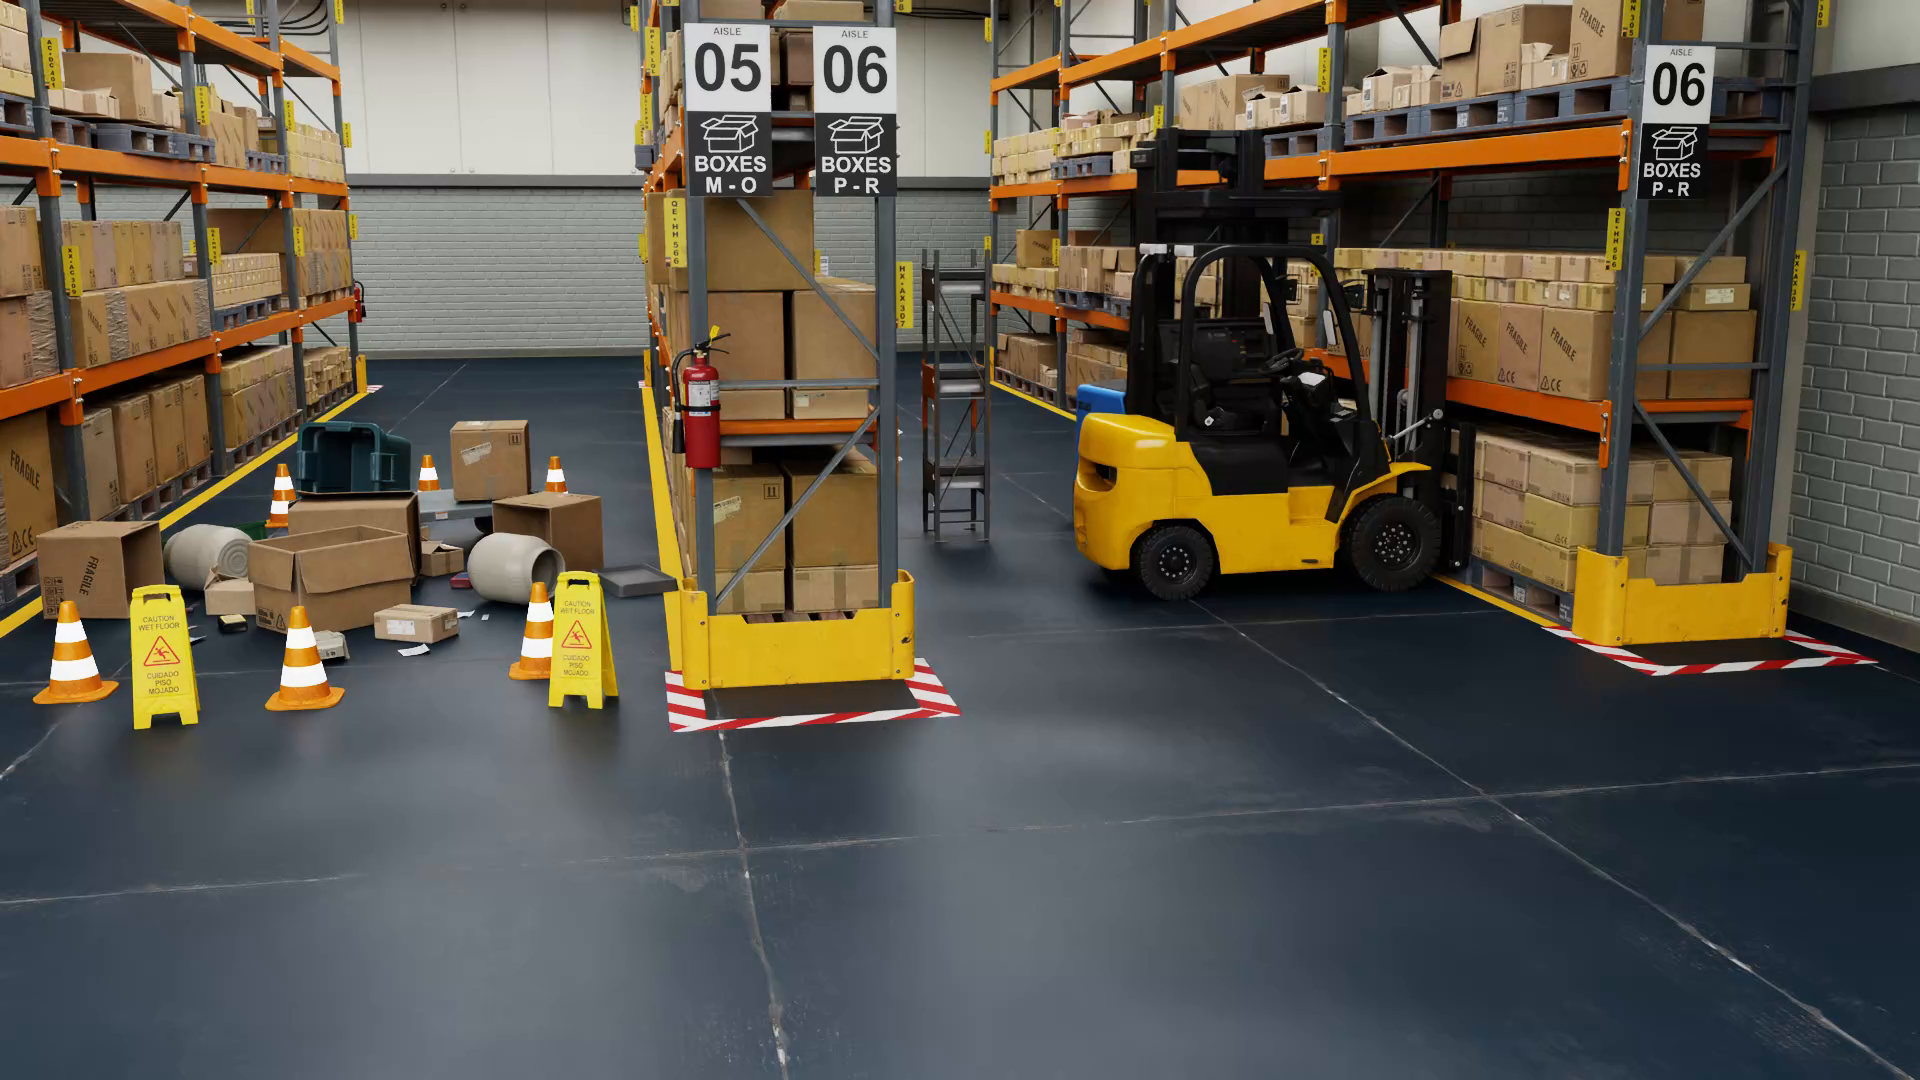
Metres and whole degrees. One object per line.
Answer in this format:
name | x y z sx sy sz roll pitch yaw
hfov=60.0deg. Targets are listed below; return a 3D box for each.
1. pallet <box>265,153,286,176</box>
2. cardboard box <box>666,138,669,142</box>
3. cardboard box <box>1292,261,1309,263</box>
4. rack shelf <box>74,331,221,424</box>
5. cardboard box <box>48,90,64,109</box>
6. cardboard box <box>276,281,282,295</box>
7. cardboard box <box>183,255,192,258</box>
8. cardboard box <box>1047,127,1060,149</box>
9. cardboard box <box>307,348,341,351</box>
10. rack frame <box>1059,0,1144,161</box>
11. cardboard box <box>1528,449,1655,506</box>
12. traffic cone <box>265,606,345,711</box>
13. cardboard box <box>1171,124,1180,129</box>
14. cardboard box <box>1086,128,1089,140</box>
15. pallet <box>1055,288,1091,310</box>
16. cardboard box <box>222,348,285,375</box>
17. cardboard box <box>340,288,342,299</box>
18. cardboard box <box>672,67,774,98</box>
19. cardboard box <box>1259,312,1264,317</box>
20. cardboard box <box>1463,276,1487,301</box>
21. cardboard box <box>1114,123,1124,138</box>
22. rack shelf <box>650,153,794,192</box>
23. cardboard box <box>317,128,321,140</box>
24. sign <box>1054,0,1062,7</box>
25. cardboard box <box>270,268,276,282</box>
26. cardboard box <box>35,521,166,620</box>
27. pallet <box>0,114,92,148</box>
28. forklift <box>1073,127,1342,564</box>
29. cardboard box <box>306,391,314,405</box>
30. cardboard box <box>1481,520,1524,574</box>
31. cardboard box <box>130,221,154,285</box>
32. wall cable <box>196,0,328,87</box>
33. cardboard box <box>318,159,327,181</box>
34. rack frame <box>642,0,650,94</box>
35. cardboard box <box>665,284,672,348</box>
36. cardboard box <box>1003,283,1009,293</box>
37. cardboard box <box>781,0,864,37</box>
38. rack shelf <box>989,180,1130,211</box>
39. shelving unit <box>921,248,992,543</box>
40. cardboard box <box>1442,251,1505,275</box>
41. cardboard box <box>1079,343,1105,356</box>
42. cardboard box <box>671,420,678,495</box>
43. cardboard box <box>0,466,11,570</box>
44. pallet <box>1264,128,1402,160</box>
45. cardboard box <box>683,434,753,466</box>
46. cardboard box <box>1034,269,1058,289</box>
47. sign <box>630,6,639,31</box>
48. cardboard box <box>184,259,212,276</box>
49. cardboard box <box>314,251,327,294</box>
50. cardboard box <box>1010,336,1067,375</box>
pallet | -7.969 -4.031 17.831 1.213 0.211 1.003 -2 11 -11
cardboard box | -1.779 -2.732 11.176 0.380 0.149 0.250 -2 11 -11
cardboard box | 3.167 -2.400 14.784 0.380 0.149 0.250 -2 11 -11
rack shelf | -6.817 -1.313 12.995 1.077 0.370 4.000 -2 11 -11
cardboard box | -6.301 -3.082 11.314 0.258 0.266 0.396 -2 11 -12
cardboard box | -7.713 -2.784 18.349 0.380 0.149 0.250 -2 11 -12
cardboard box | -8.155 -2.862 17.168 0.380 0.149 0.250 -2 11 -11
cardboard box | 1.385 -5.022 20.804 0.500 0.250 0.500 -2 11 -11
cardboard box | -8.418 -2.462 22.021 0.380 0.149 0.250 -2 11 -10
rack frame | 1.720 -6.093 20.144 1.000 3.000 0.127 -2 11 -11
cardboard box | 3.658 -0.365 9.650 0.500 0.250 0.500 -2 11 -9
traffic cone | -3.186 0.553 8.055 0.336 0.463 0.334 -2 11 -11
cardboard box | 2.268 -3.952 16.149 0.380 0.166 0.250 -2 11 -11
cardboard box | 1.660 -4.642 19.026 0.380 0.149 0.250 -2 11 -10
pallet | 1.768 -2.901 19.932 1.003 0.211 1.213 -2 11 -11
cardboard box | -7.505 -1.891 17.667 0.500 0.250 0.500 -2 11 -8
cardboard box | -8.347 -3.235 21.842 0.380 0.149 0.250 -2 11 -12
cardboard box | -1.262 -2.487 8.824 0.500 0.250 0.500 -2 11 -12
cardboard box | 2.818 -1.780 13.929 0.500 0.250 0.500 -2 11 -11
cardboard box | 3.438 -1.601 10.583 0.380 0.149 0.250 -2 11 -11
cardboard box | 1.888 -4.445 18.044 0.380 0.149 0.250 -2 11 -11
rack shelf | -1.982 -2.985 13.758 1.077 0.370 4.000 -2 11 -11
cardboard box | -8.191 -5.055 20.709 0.380 0.149 0.250 -2 11 -10
sign | 1.184 -6.575 19.963 0.100 0.325 0.005 -2 11 -11
cardboard box | -7.661 -2.882 18.067 0.380 0.149 0.250 -2 11 -11
cardboard box | -5.120 0.175 9.934 0.500 0.500 0.500 0 11 -1
pallet | -6.655 -2.845 11.612 0.805 0.209 1.217 -3 11 -13
forklift | 1.905 -1.367 11.540 1.130 2.935 3.031 -4 12 -22
cardboard box | -7.740 -1.651 19.349 0.380 0.149 0.250 -3 11 -13
cardboard box | 3.565 0.033 10.233 0.500 0.250 0.500 -2 11 -11
cardboard box | -6.927 -2.304 13.337 0.700 0.500 0.500 -2 11 -12
wall cable | -11.366 -9.028 26.959 2.277 5.999 0.120 -2 11 -11
cardboard box | -8.102 -4.545 20.430 0.500 0.250 0.500 -2 11 -8
rack frame | -3.148 -5.912 19.192 1.000 3.000 0.127 -2 11 -11
cardboard box | -1.780 -1.602 11.530 0.500 0.500 0.500 -2 11 -11
cardboard box | 0.831 -3.641 23.977 0.380 0.149 0.250 -2 11 -10
cardboard box | -0.684 -2.579 8.239 0.380 0.149 0.250 -2 11 -11
rack shelf | 1.331 -4.633 22.419 1.077 0.370 4.000 -2 11 -11
shelving unit | -0.032 -1.062 12.160 0.431 2.100 0.503 -2 11 -11
cardboard box | 3.441 -1.845 11.071 0.380 0.149 0.250 -2 11 -11
cardboard box | 1.658 -2.320 20.190 0.380 0.149 0.250 -2 11 -13
cardboard box | -1.743 -0.604 11.572 0.500 0.500 0.500 -2 11 -8
cardboard box | -6.196 -0.179 9.673 0.875 0.875 0.875 -2 11 -11
pallet | 3.091 -3.220 13.581 0.805 0.209 1.217 -3 11 -13
cardboard box | -1.363 -0.509 9.340 0.380 0.149 0.250 -2 11 -9
cardboard box | 1.269 -3.395 21.615 0.500 0.250 0.500 -2 11 -11
sign | -4.472 -7.163 22.844 0.100 0.325 0.005 -2 11 -11
cardboard box | -7.107 -2.501 15.270 0.380 0.149 0.250 -2 11 -11
cardboard box | -7.999 -3.246 20.165 0.500 0.500 0.500 -2 11 -12
cardboard box | 1.096 -2.584 23.315 0.700 0.500 0.500 -2 11 -9
